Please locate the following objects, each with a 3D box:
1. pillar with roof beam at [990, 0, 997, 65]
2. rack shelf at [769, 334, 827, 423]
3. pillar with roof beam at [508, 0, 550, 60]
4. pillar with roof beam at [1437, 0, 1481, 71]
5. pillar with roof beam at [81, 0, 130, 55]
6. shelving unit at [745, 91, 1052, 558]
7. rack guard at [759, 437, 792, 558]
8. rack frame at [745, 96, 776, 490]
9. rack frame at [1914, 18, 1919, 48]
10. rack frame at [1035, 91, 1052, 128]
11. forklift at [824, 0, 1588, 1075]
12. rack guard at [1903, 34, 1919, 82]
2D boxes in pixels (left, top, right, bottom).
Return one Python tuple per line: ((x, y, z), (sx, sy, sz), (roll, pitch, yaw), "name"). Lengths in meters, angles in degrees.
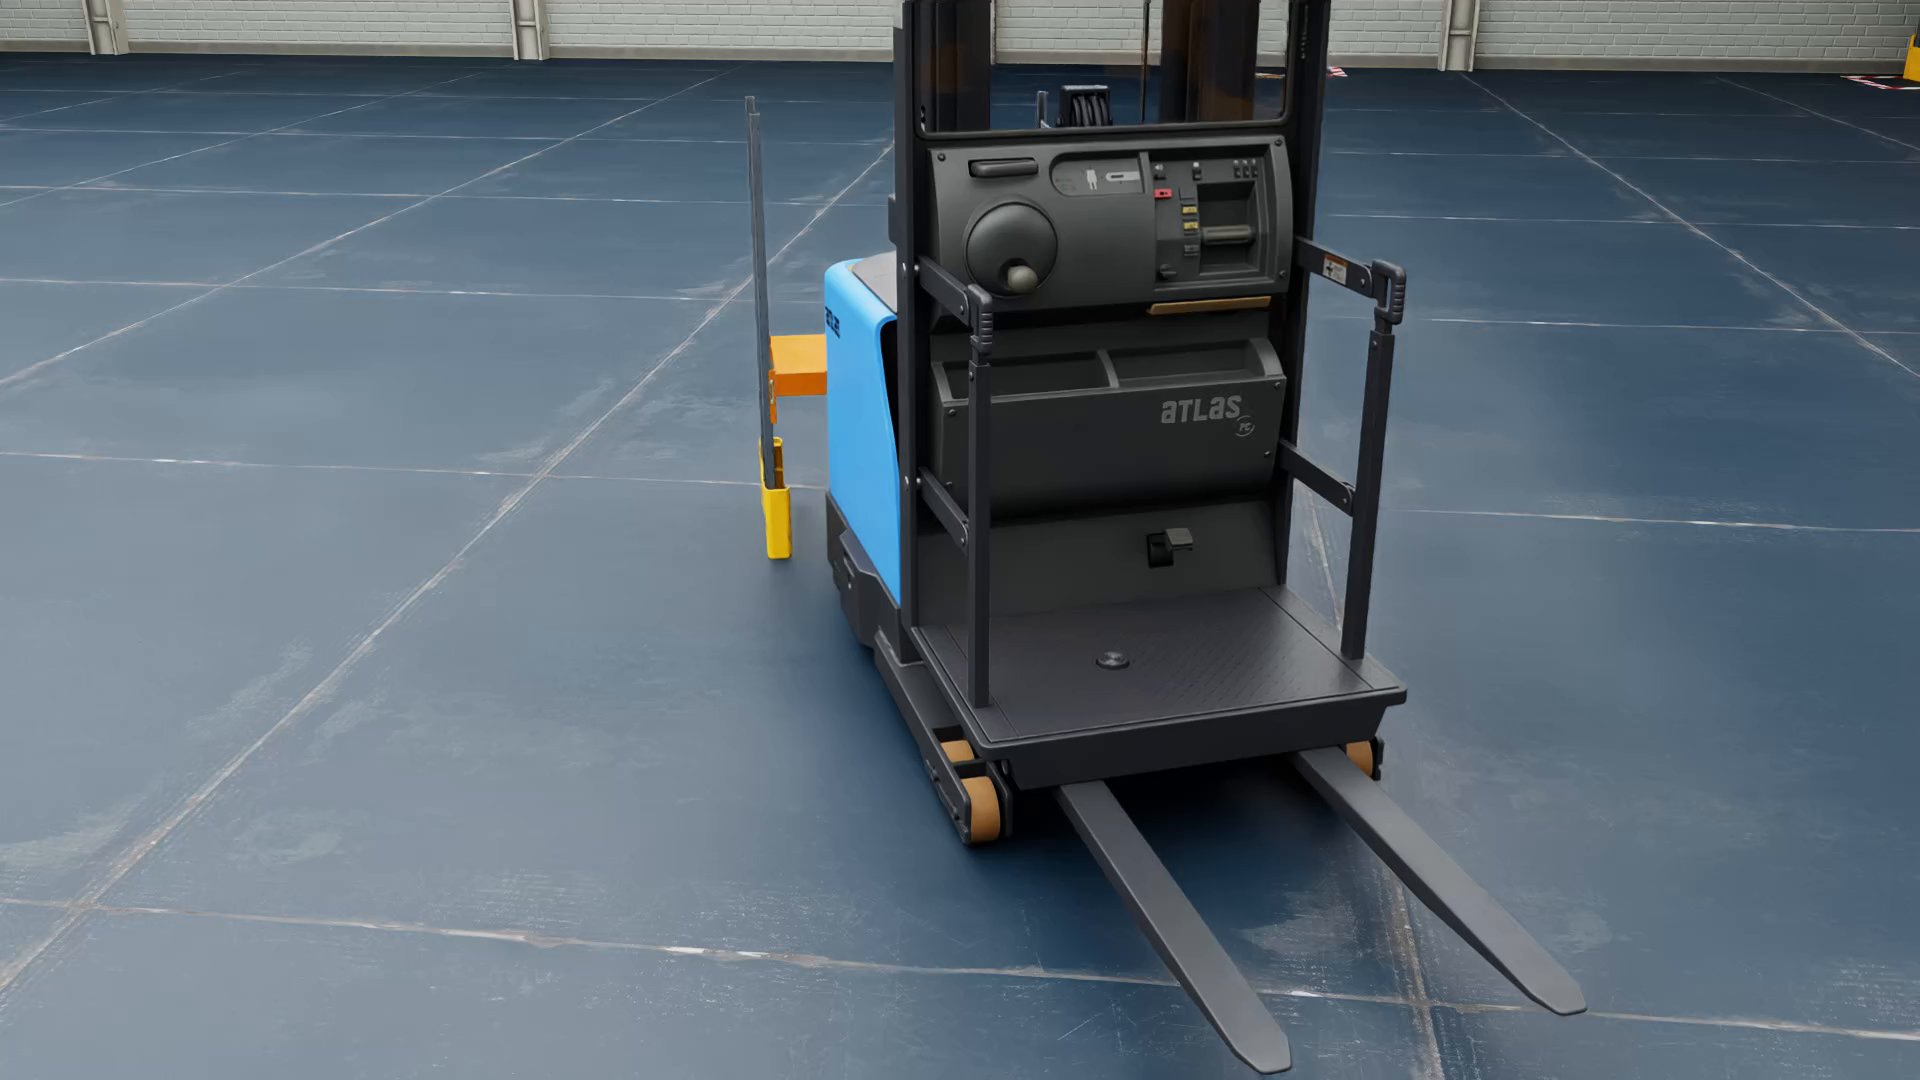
((-0.253, -8.777, 15.902), (0.400, 9.000, 9.100), (2, 22, 6), "pillar with roof beam")
((-0.185, -0.602, 5.911), (1.000, 0.185, 0.538), (-3, 22, -8), "rack shelf")
((-6.211, -9.037, 16.559), (0.400, 9.000, 9.100), (2, 22, 6), "pillar with roof beam")
((5.705, -8.518, 15.245), (0.400, 9.000, 9.100), (2, 22, 6), "pillar with roof beam")
((-12.170, -9.297, 17.215), (0.400, 9.000, 9.100), (2, 22, 6), "pillar with roof beam")
((-0.176, -0.769, 5.846), (1.083, 1.500, 0.587), (-3, 22, -8), "shelving unit")
((-0.668, -0.161, 6.007), (0.087, 0.250, 0.587), (-3, 22, -8), "rack guard")
((-0.687, -0.741, 5.775), (0.032, 1.500, 0.500), (-3, 22, -8), "rack frame")
((11.373, -6.755, 18.945), (0.127, 3.000, 1.000), (2, 22, 6), "rack frame")
((0.318, -0.796, 5.914), (0.032, 1.500, 0.500), (-3, 22, -8), "rack frame")
((0.446, -0.780, 3.926), (1.130, 2.935, 3.031), (-6, 22, -15), "forklift")
((11.449, -5.589, 19.396), (0.348, 0.500, 1.175), (2, 22, 6), "rack guard")
